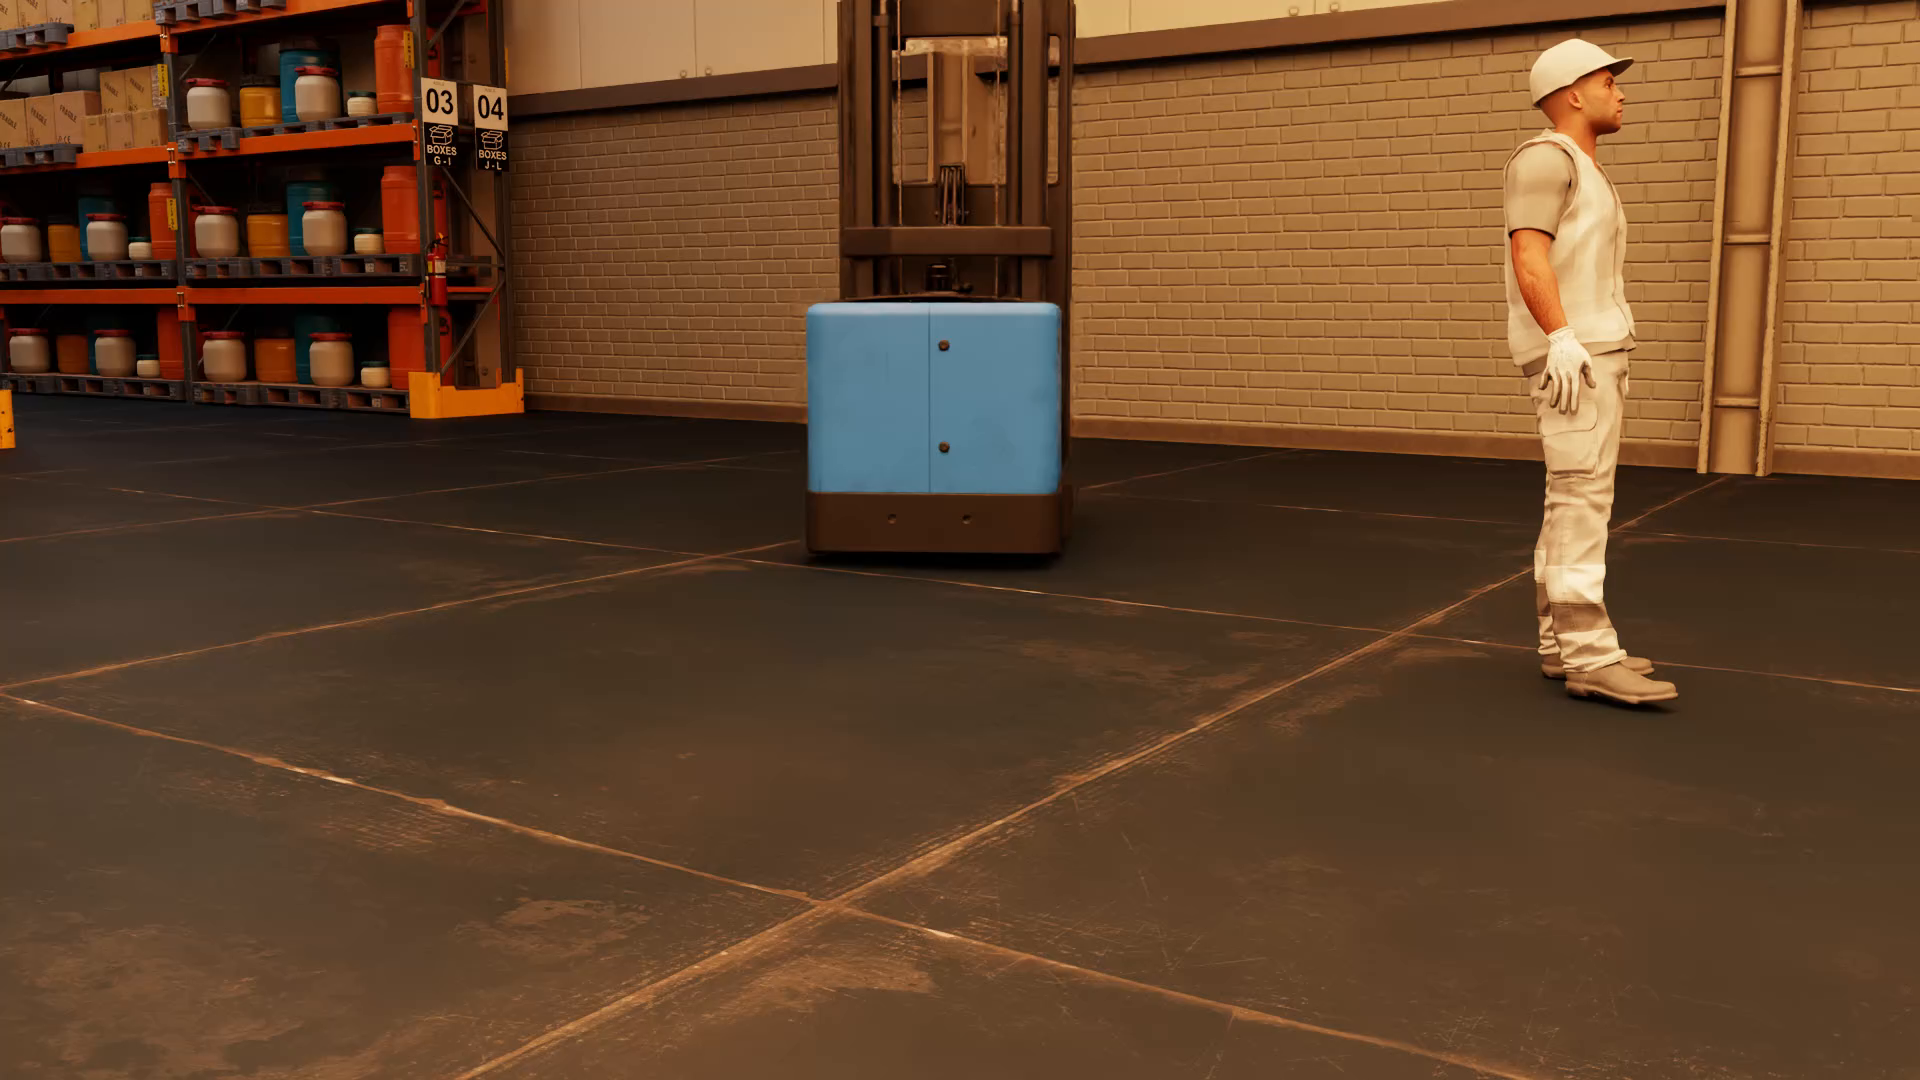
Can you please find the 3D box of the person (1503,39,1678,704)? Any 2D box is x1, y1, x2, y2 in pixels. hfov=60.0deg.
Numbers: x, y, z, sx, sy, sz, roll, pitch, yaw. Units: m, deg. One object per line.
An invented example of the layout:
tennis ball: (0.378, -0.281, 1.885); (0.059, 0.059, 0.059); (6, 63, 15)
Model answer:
person: (1.797, -0.488, 4.631); (0.561, 1.791, 0.638); (5, 10, 32)

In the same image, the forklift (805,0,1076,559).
forklift: (-0.001, -1.541, 8.030); (1.130, 2.935, 3.031); (1, 8, 5)
